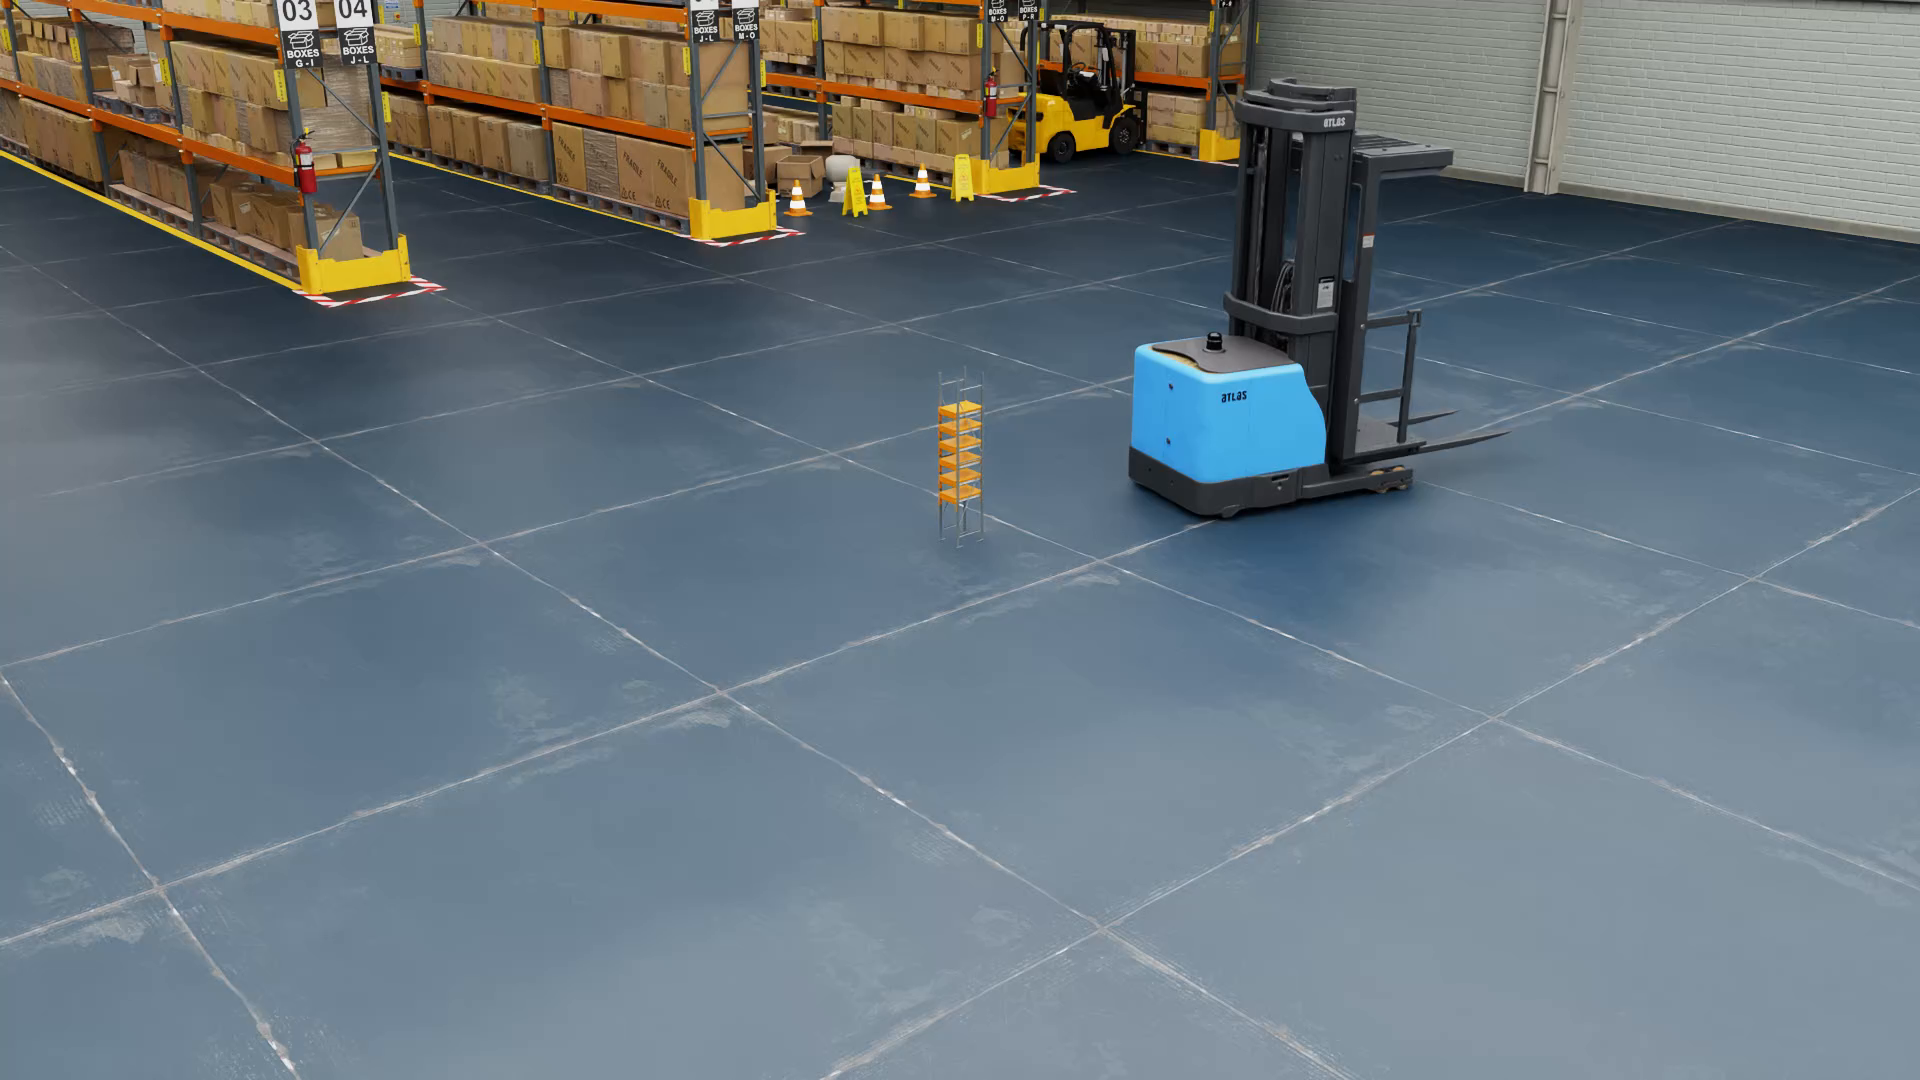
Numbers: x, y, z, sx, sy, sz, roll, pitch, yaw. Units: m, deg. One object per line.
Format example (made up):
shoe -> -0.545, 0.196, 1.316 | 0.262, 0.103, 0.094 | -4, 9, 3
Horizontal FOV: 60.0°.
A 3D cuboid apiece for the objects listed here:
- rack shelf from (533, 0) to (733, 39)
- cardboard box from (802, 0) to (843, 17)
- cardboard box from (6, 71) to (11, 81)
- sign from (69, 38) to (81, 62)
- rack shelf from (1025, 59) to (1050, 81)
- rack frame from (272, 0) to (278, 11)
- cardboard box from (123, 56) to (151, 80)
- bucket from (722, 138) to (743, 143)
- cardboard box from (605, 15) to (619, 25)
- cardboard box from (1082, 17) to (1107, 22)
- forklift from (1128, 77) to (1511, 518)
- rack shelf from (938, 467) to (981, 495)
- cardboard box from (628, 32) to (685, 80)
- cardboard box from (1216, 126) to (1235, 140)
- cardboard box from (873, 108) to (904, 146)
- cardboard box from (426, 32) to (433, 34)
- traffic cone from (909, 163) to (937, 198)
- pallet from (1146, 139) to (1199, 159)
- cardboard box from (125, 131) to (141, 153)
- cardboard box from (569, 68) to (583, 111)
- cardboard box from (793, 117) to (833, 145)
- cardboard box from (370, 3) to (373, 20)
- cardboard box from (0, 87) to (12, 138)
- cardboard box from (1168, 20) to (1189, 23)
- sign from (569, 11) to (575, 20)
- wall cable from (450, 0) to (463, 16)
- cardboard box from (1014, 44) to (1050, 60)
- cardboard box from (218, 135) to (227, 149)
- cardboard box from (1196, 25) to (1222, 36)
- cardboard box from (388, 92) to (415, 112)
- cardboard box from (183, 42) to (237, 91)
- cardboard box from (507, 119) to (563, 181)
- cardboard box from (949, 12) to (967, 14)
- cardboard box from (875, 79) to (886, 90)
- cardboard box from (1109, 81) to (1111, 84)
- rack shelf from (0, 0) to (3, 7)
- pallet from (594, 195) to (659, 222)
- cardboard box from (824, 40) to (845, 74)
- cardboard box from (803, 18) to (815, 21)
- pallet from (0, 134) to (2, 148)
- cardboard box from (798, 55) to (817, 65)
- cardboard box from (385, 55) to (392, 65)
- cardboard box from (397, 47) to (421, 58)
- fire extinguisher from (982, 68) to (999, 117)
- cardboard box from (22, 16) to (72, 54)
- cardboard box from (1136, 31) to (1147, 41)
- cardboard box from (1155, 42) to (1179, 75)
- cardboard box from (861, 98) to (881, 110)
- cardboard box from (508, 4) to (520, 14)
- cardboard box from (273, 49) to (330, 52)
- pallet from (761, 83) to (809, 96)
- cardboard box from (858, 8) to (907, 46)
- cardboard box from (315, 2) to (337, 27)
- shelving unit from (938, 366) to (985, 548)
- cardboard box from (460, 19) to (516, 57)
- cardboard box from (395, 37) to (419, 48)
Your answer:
rack shelf -> -4.273, -7.038, 22.215 | 1.077, 0.370, 4.000 | -17, 27, -37
cardboard box -> -2.874, -11.041, 34.847 | 0.700, 0.500, 0.500 | -17, 27, -37
cardboard box -> -15.240, -7.547, 26.985 | 0.380, 0.149, 0.250 | -17, 27, -36
sign -> -12.432, -6.888, 23.369 | 0.100, 0.325, 0.005 | -17, 27, -37
rack shelf -> 0.558, -9.136, 31.683 | 1.077, 0.370, 4.000 | -17, 27, -37
rack frame -> -6.791, -7.065, 17.182 | 1.000, 3.000, 0.127 | -17, 27, -37
cardboard box -> -11.190, -6.454, 23.135 | 0.700, 0.500, 0.500 | -13, 25, -30
bucket -> -3.743, -6.224, 25.666 | 0.726, 0.611, 0.620 | -8, 13, -19
cardboard box -> -6.369, -9.995, 31.381 | 0.500, 0.500, 0.500 | -18, 28, -39
cardboard box -> 2.349, -9.032, 28.997 | 0.380, 0.149, 0.250 | -17, 27, -36
forklift -> 2.820, -1.874, 12.250 | 3.031, 2.935, 1.130 | -10, 24, -24
rack shelf -> 0.009, -0.402, 11.315 | 0.258, 0.103, 0.180 | -17, 27, -37
cardboard box -> -3.872, -6.426, 22.090 | 0.875, 0.550, 0.550 | -17, 27, -37
cardboard box -> 4.302, -6.911, 28.209 | 0.500, 0.250, 0.500 | -17, 27, -37
cardboard box -> -1.019, -6.484, 26.092 | 0.500, 0.500, 0.500 | -16, 26, -35
cardboard box -> -8.851, -8.380, 27.718 | 0.380, 0.149, 0.250 | -19, 28, -40
traffic cone -> -0.542, -5.261, 24.282 | 0.336, 0.463, 0.334 | -17, 27, -37
pallet -> 3.943, -6.716, 28.342 | 1.003, 0.211, 1.213 | -17, 27, -37
cardboard box -> -11.553, -5.694, 23.704 | 0.500, 0.250, 0.500 | -16, 27, -35
cardboard box -> -4.953, -6.353, 23.387 | 0.875, 0.550, 0.550 | -17, 27, -37
cardboard box -> -2.239, -6.852, 27.892 | 0.950, 0.372, 0.625 | -17, 27, -37
cardboard box -> -10.911, -9.573, 29.896 | 0.500, 0.500, 0.500 | -17, 27, -36
cardboard box -> -16.163, -7.489, 28.829 | 0.875, 0.875, 0.875 | -17, 27, -37
cardboard box -> 3.747, -8.733, 28.232 | 0.380, 0.149, 0.250 | -16, 27, -36
sign -> -7.536, -10.253, 32.254 | 0.100, 0.325, 0.005 | -17, 27, -37
wall cable -> -12.359, -13.417, 40.234 | 0.588, 1.984, 0.122 | -17, 27, -37
cardboard box -> 1.336, -8.925, 30.365 | 0.500, 0.250, 0.500 | -17, 27, -36
cardboard box -> -8.655, -4.789, 19.943 | 0.380, 0.149, 0.250 | -17, 27, -37
cardboard box -> 4.081, -8.349, 27.253 | 0.380, 0.149, 0.250 | -17, 27, -37
cardboard box -> -9.493, -7.423, 28.146 | 0.500, 0.250, 0.500 | -17, 27, -36
cardboard box -> -8.974, -5.704, 20.019 | 0.500, 0.500, 0.500 | -17, 27, -37
cardboard box -> -6.052, -5.827, 24.758 | 1.050, 0.750, 0.750 | -18, 27, -38
cardboard box -> -0.004, -10.199, 32.383 | 0.380, 0.149, 0.250 | -17, 27, -37
cardboard box -> -1.104, -7.100, 25.842 | 0.380, 0.149, 0.250 | -17, 27, -37
cardboard box -> 2.673, -8.073, 29.805 | 0.500, 0.250, 0.500 | -18, 28, -38
rack shelf -> -15.930, -9.201, 27.736 | 1.077, 0.370, 4.000 | -17, 27, -37
pallet -> -4.341, -4.665, 23.105 | 1.003, 0.211, 1.213 | -17, 27, -37
cardboard box -> -1.819, -7.733, 26.569 | 0.500, 0.500, 0.500 | -18, 27, -38
cardboard box -> -2.311, -8.452, 27.830 | 0.500, 0.500, 0.500 | -17, 27, -37
pallet -> -16.654, -7.191, 29.555 | 1.003, 0.211, 1.213 | -17, 27, -37
cardboard box -> -2.440, -7.891, 27.286 | 0.380, 0.149, 0.250 | -17, 27, -37
cardboard box -> -9.189, -7.880, 27.258 | 0.380, 0.149, 0.250 | -17, 27, -37
cardboard box -> -8.857, -7.880, 26.850 | 0.380, 0.149, 0.250 | -17, 27, -36
fire extinguisher -> 0.442, -6.453, 23.953 | 0.296, 0.674, 0.183 | -17, 27, -37
cardboard box -> -14.201, -7.926, 26.094 | 0.797, 0.503, 0.637 | -18, 28, -39
cardboard box -> 3.180, -8.539, 28.147 | 0.380, 0.149, 0.250 | -17, 27, -37
cardboard box -> 3.622, -8.079, 27.860 | 0.500, 0.500, 0.500 | -16, 27, -36
cardboard box -> -1.341, -6.884, 26.225 | 0.380, 0.149, 0.250 | -16, 27, -35
cardboard box -> -8.946, -11.081, 34.155 | 0.500, 0.500, 0.500 | -18, 27, -38
cardboard box -> -7.592, -5.416, 19.284 | 0.500, 0.500, 0.500 | -17, 27, -37
pallet -> -3.806, -10.020, 36.778 | 1.003, 0.211, 1.213 | -17, 27, -37
cardboard box -> -1.148, -7.922, 25.680 | 0.700, 0.500, 0.500 | -18, 28, -39
cardboard box -> -6.910, -5.793, 18.254 | 0.500, 0.250, 0.500 | -16, 27, -36
shelving unit -> 0.009, -0.555, 11.255 | 0.258, 1.200, 0.189 | -17, 27, -37
cardboard box -> -7.237, -7.740, 25.623 | 0.700, 0.500, 0.500 | -18, 28, -38
cardboard box -> -8.857, -8.016, 26.791 | 0.380, 0.149, 0.250 | -19, 28, -39
